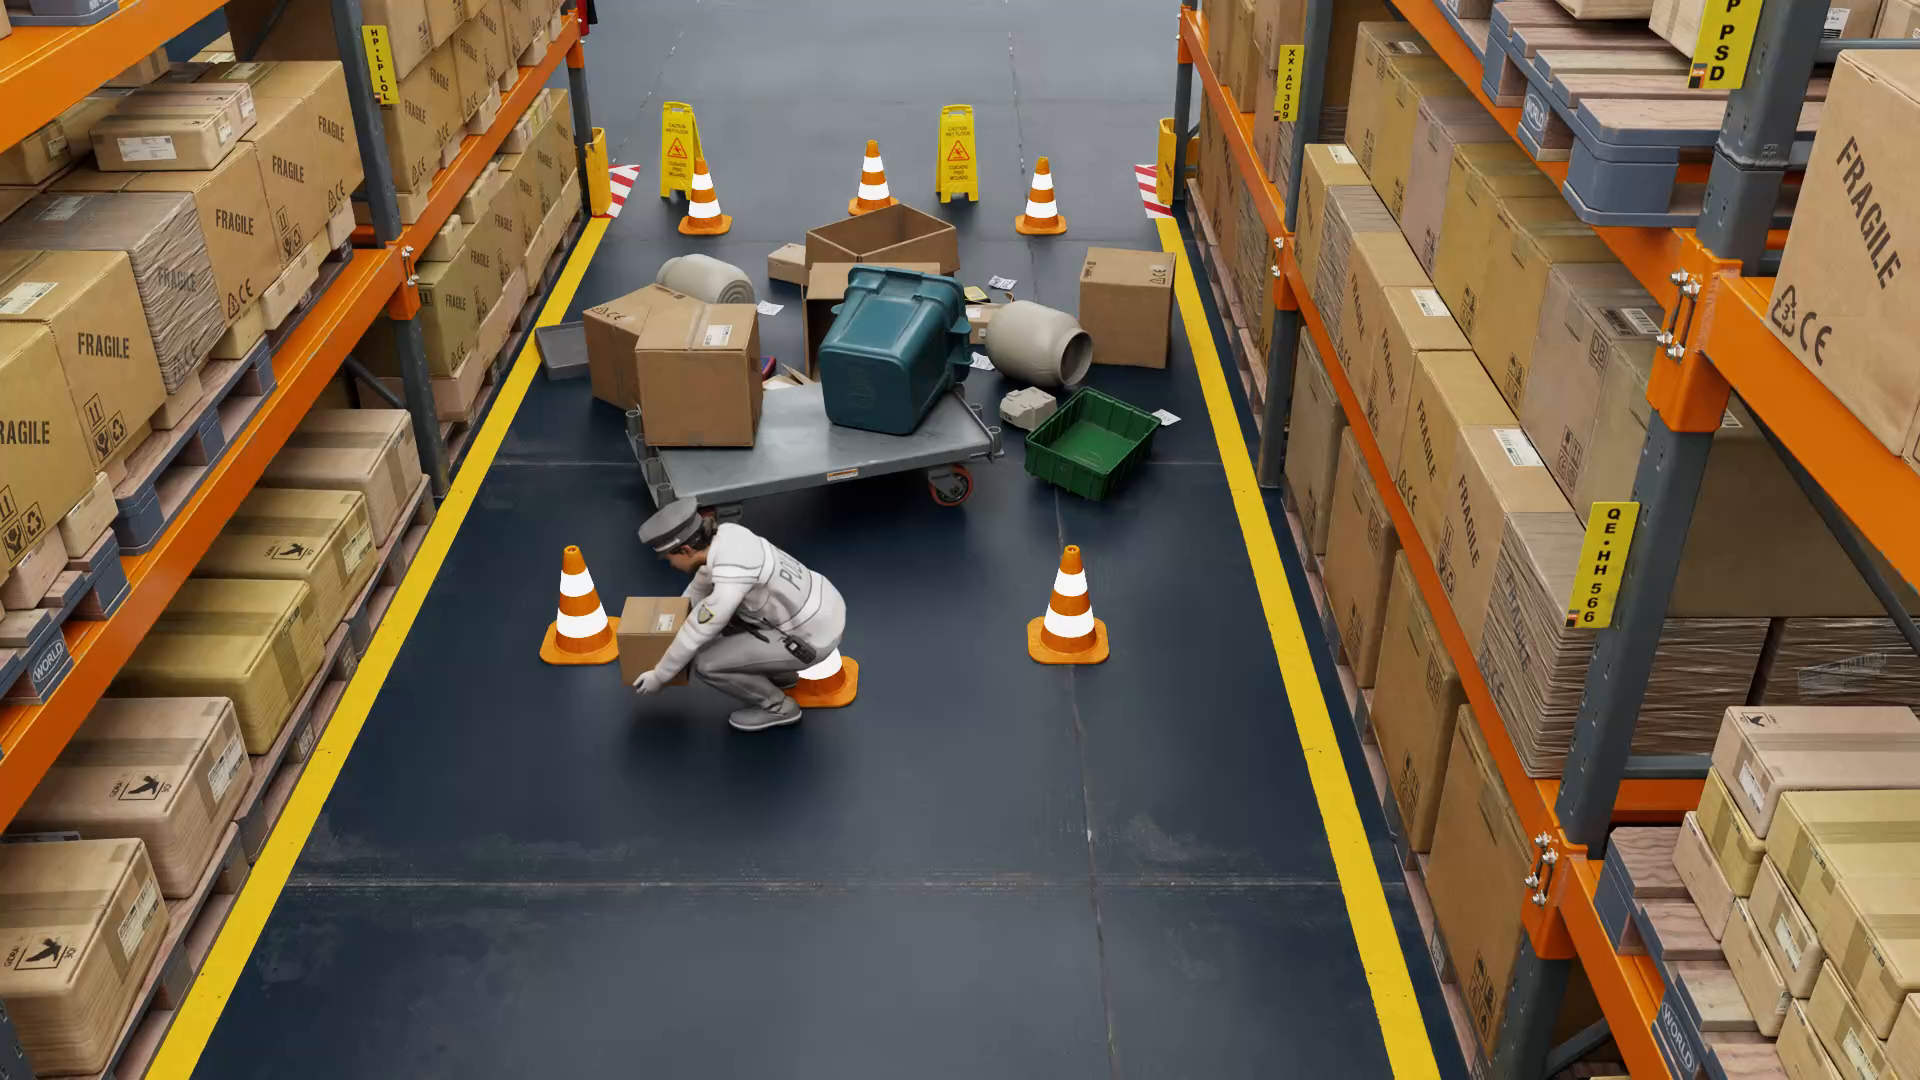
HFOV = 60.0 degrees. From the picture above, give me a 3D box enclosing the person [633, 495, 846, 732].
[{"bbox_3d":[-0.850,0.276,6.389,0.815,1.011,0.477,0,32,0],"label":"person"}]
